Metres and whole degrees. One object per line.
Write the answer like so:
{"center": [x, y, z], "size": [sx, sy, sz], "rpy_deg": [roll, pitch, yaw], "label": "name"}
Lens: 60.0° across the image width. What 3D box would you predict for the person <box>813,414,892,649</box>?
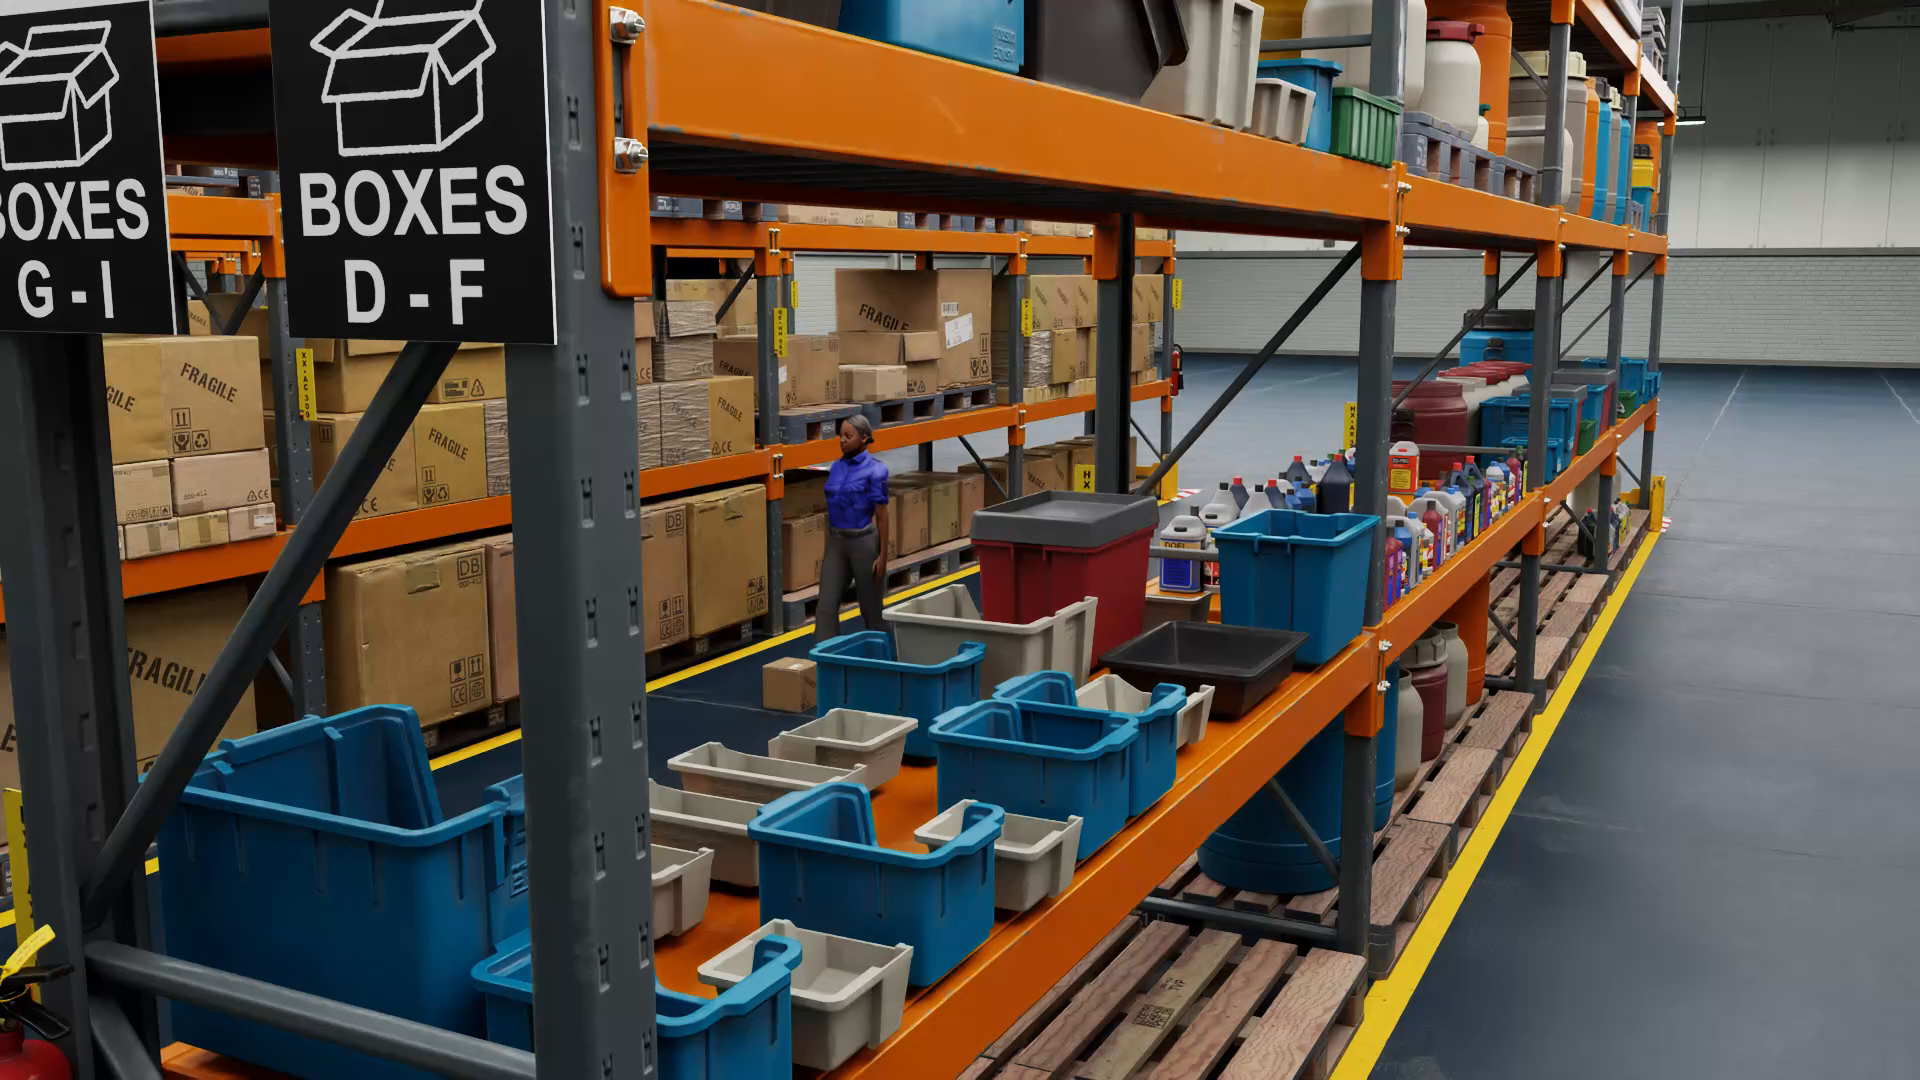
{"center": [-0.683, 0.083, 9.851], "size": [0.458, 1.643, 0.697], "rpy_deg": [7, 11, 35], "label": "person"}
